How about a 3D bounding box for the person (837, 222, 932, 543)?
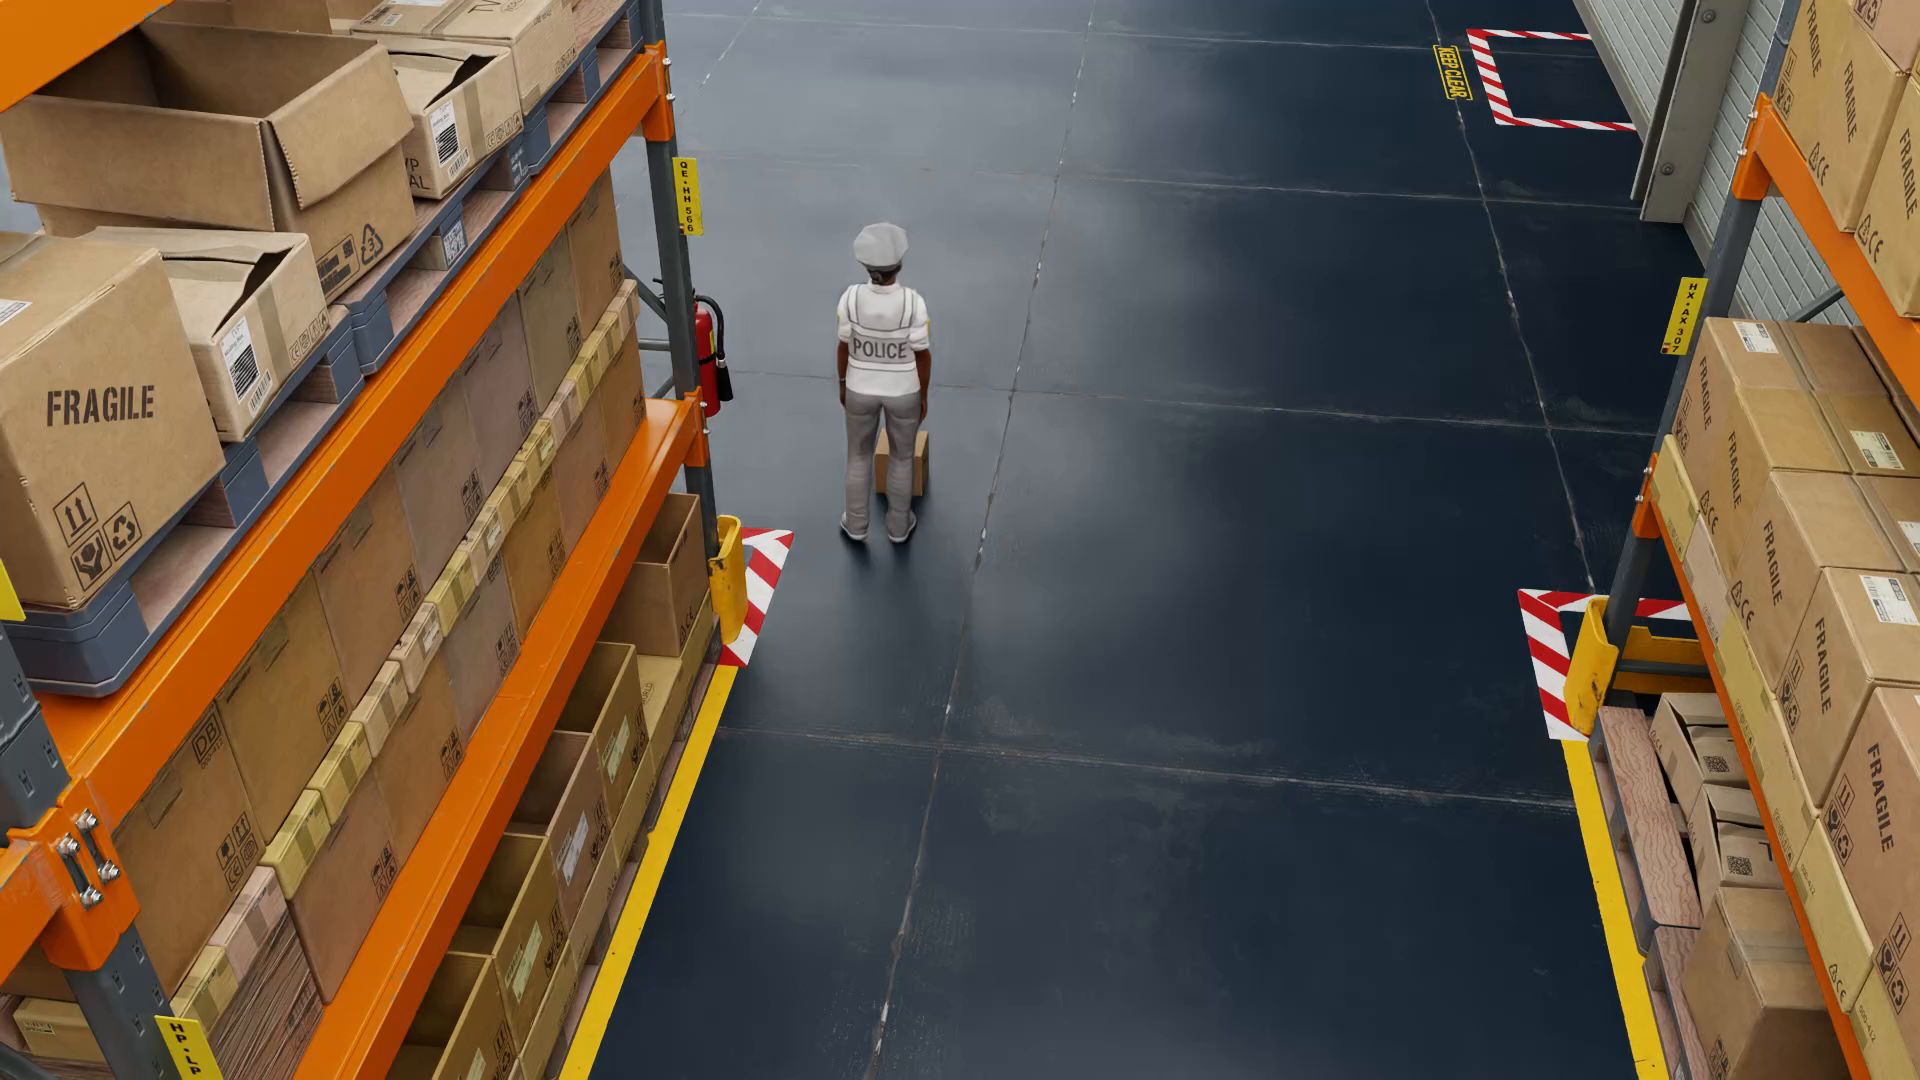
[{"bbox_3d":[-0.375,-0.720,7.971,0.493,1.714,0.350,4,37,5],"label":"person"}]
